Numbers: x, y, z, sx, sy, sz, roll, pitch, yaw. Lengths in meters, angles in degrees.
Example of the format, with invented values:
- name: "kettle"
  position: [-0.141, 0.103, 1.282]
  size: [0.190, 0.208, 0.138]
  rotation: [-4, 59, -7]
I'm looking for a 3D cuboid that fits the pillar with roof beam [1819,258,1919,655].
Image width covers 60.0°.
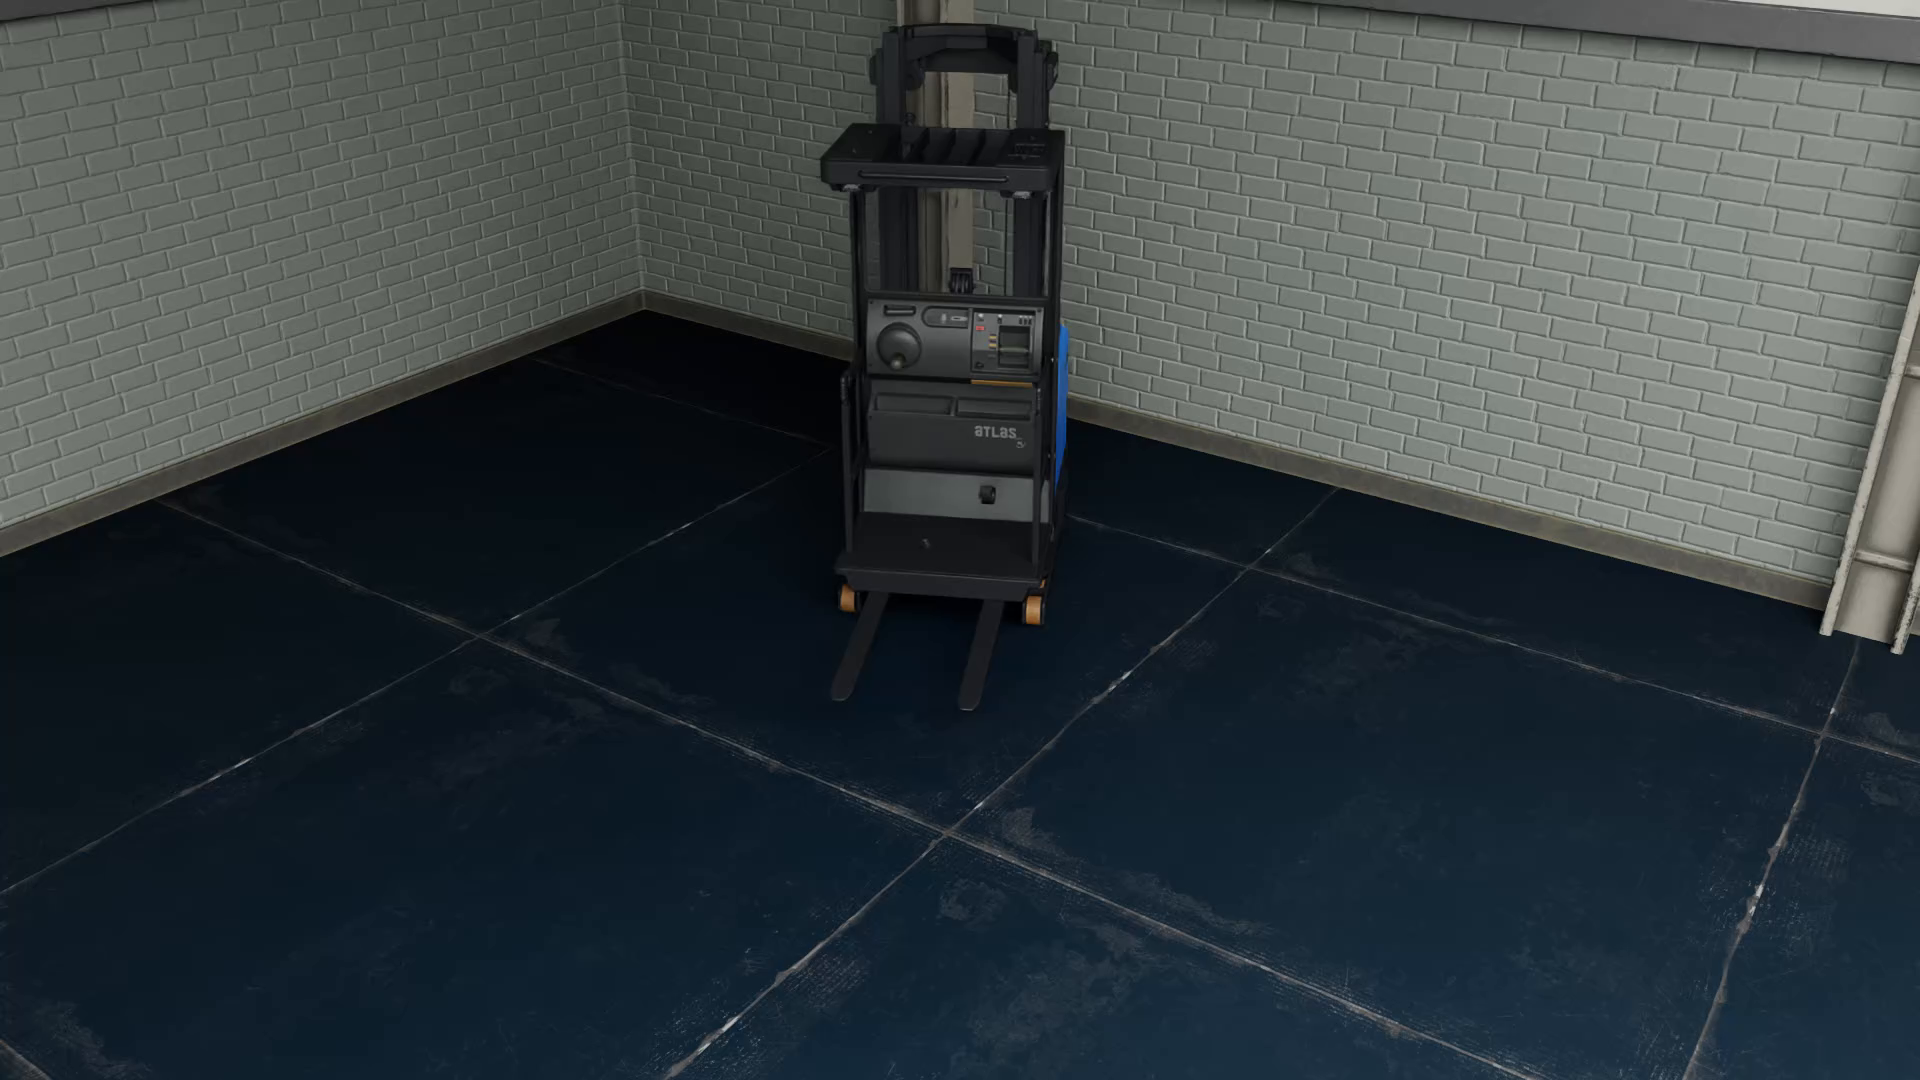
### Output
- name: "pillar with roof beam"
  position: [2.348, -1.916, 3.593]
  size: [0.400, 9.000, 9.100]
  rotation: [17, 32, 30]

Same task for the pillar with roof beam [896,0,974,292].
- name: "pillar with roof beam"
  position: [-2.598, -3.457, 6.621]
  size: [0.400, 9.000, 9.100]
  rotation: [17, 32, 30]

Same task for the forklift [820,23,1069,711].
- name: "forklift"
  position: [-0.057, -1.020, 8.522]
  size: [1.130, 2.935, 3.031]
  rotation: [4, 27, 7]
